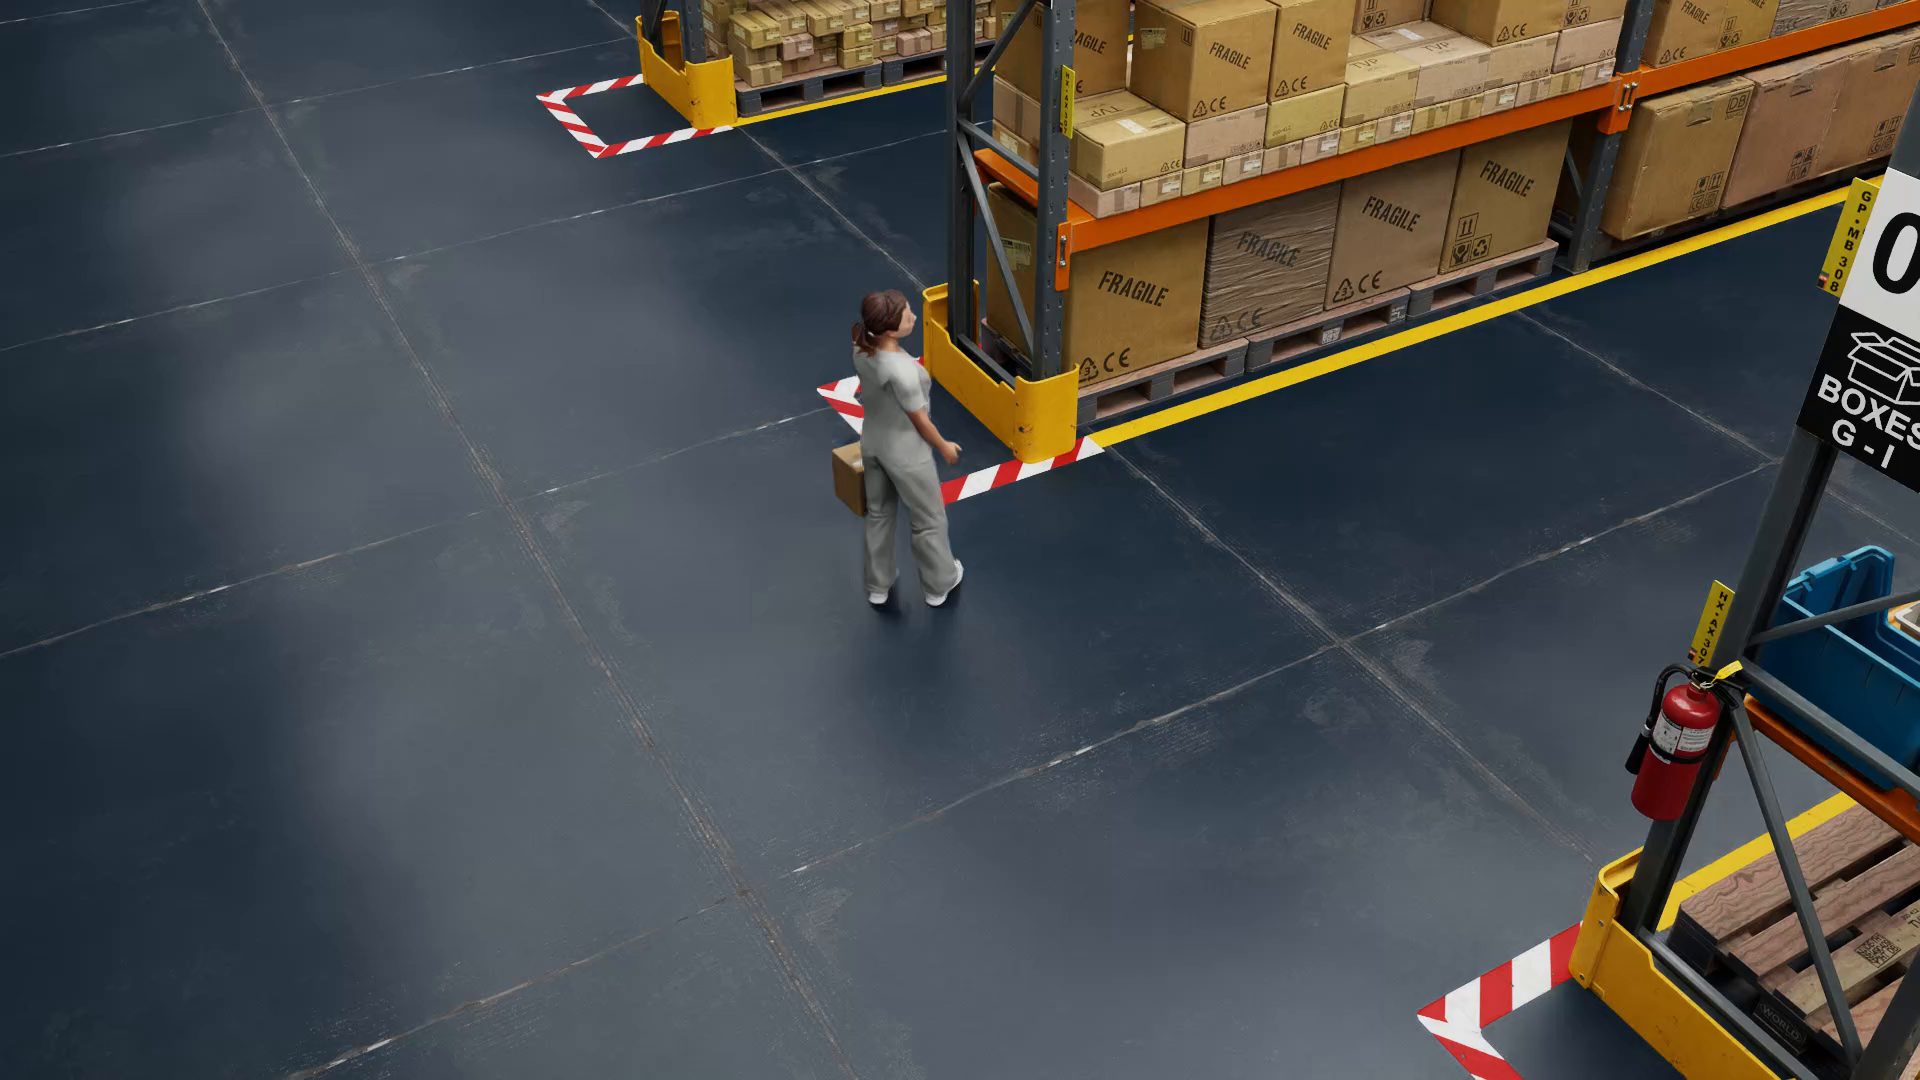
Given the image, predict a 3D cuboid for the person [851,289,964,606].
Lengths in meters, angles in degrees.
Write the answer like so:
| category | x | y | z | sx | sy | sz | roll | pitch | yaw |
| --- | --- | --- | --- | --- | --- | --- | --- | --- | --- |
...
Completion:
| category | x | y | z | sx | sy | sz | roll | pitch | yaw |
| --- | --- | --- | --- | --- | --- | --- | --- | --- | --- |
| person | -0.233 | -0.425 | 7.466 | 0.537 | 1.674 | 0.463 | -28 | 45 | -32 |
